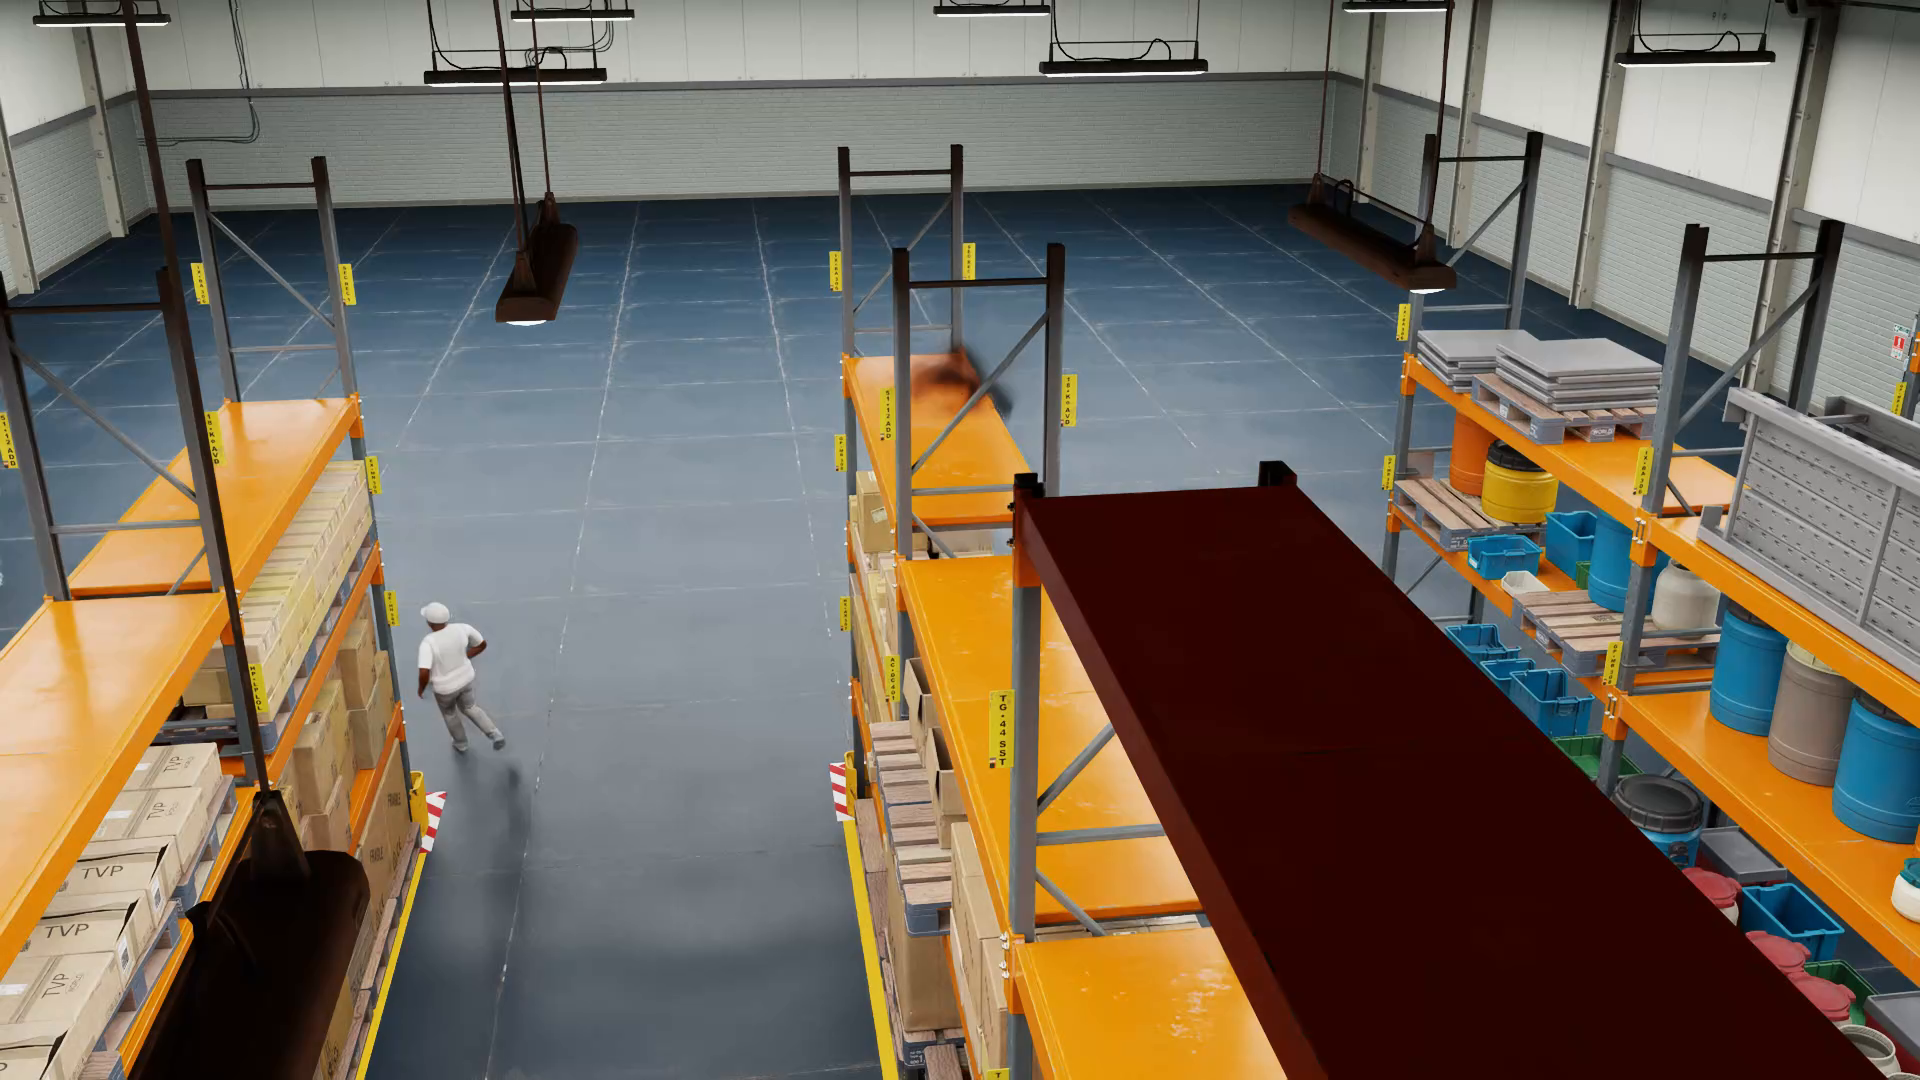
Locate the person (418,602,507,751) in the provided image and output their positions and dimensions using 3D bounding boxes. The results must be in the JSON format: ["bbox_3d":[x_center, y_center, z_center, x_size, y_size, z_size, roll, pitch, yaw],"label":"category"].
[{"bbox_3d":[-4.875,1.357,15.880,0.868,1.719,0.764,18,28,38],"label":"person"}]
